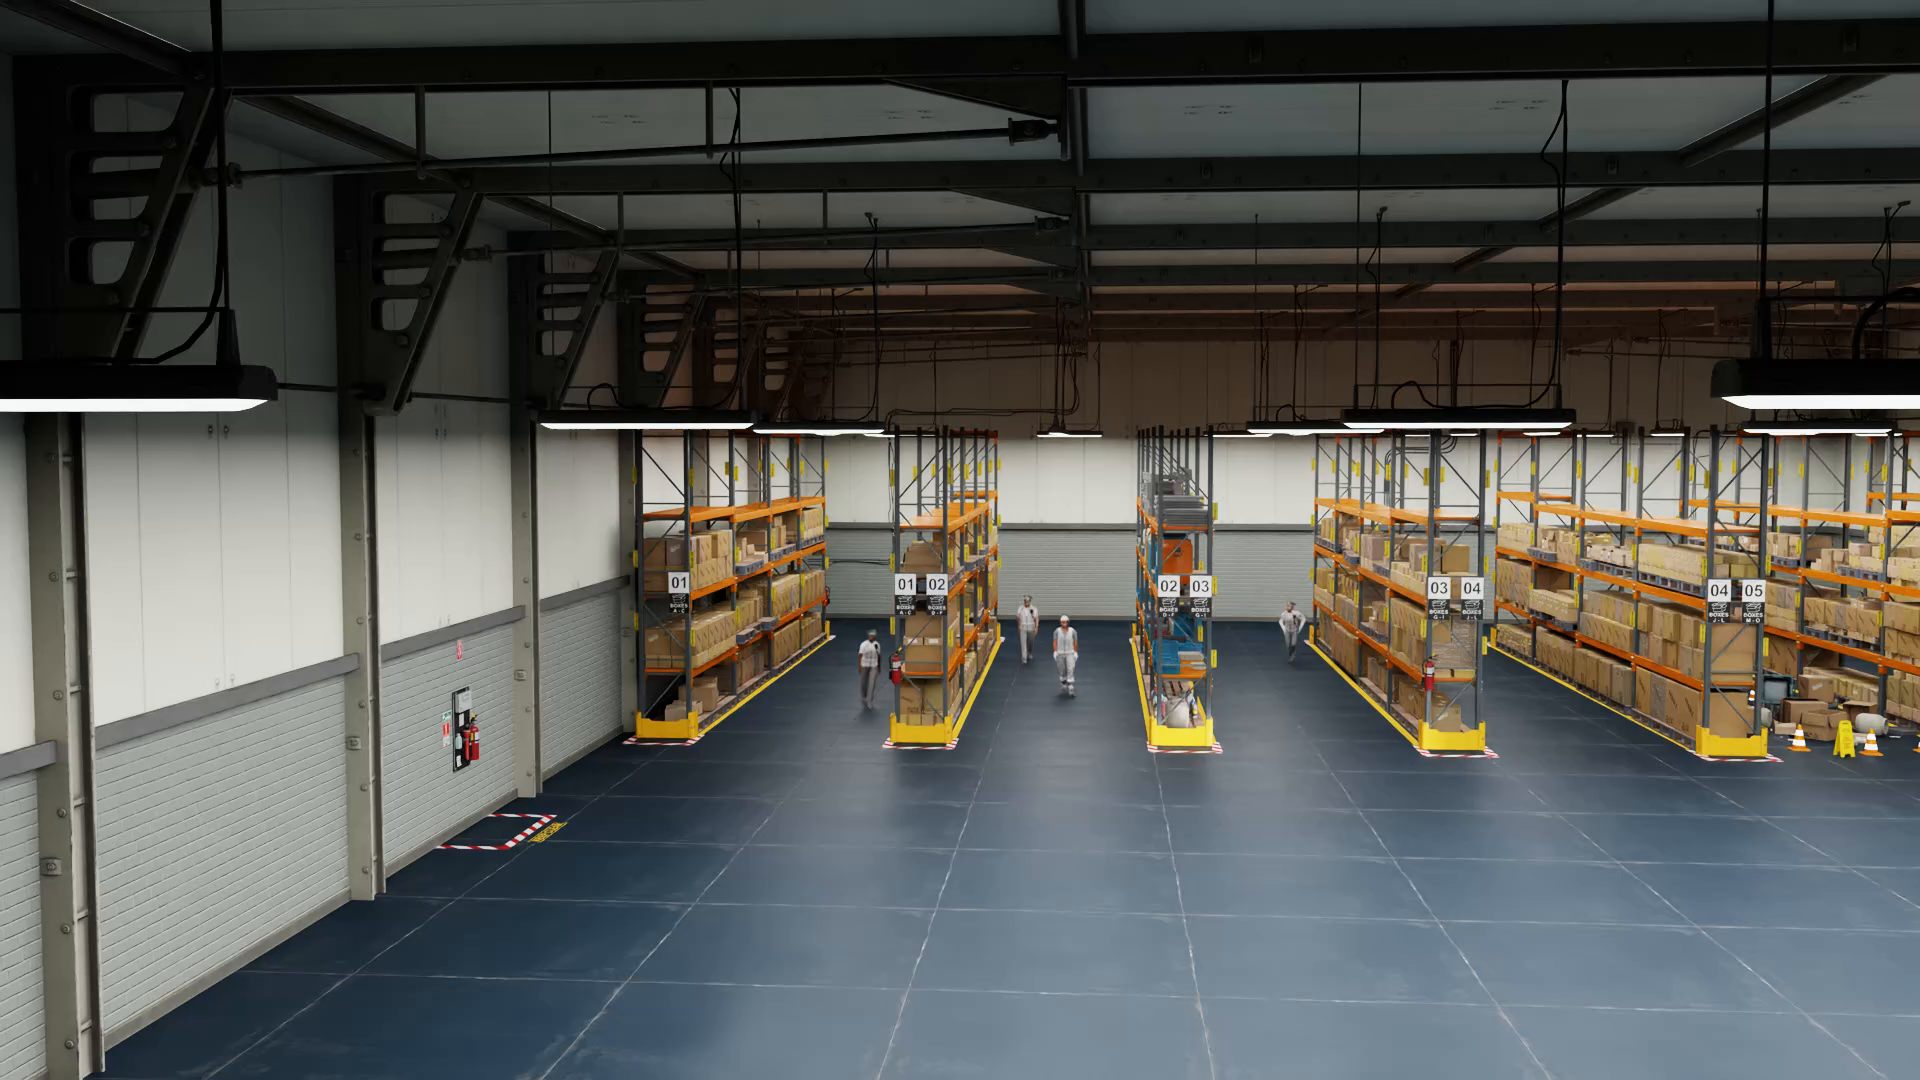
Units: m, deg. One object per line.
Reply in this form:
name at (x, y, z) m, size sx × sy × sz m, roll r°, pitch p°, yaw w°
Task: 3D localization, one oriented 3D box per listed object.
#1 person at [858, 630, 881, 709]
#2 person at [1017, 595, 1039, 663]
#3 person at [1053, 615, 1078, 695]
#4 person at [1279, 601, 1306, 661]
person at (-1.944, 2.753, 35.835) m, size 0.538 × 1.660 × 0.804 m, roll -1°, pitch 4°, yaw -14°
person at (1.740, 2.275, 42.791) m, size 0.558 × 1.709 × 1.078 m, roll 0°, pitch 3°, yaw 1°
person at (2.360, 2.571, 37.371) m, size 0.547 × 1.744 × 0.921 m, roll 1°, pitch 3°, yaw 10°
person at (8.576, 2.349, 42.873) m, size 0.672 × 1.605 × 0.684 m, roll 1°, pitch 4°, yaw 17°
